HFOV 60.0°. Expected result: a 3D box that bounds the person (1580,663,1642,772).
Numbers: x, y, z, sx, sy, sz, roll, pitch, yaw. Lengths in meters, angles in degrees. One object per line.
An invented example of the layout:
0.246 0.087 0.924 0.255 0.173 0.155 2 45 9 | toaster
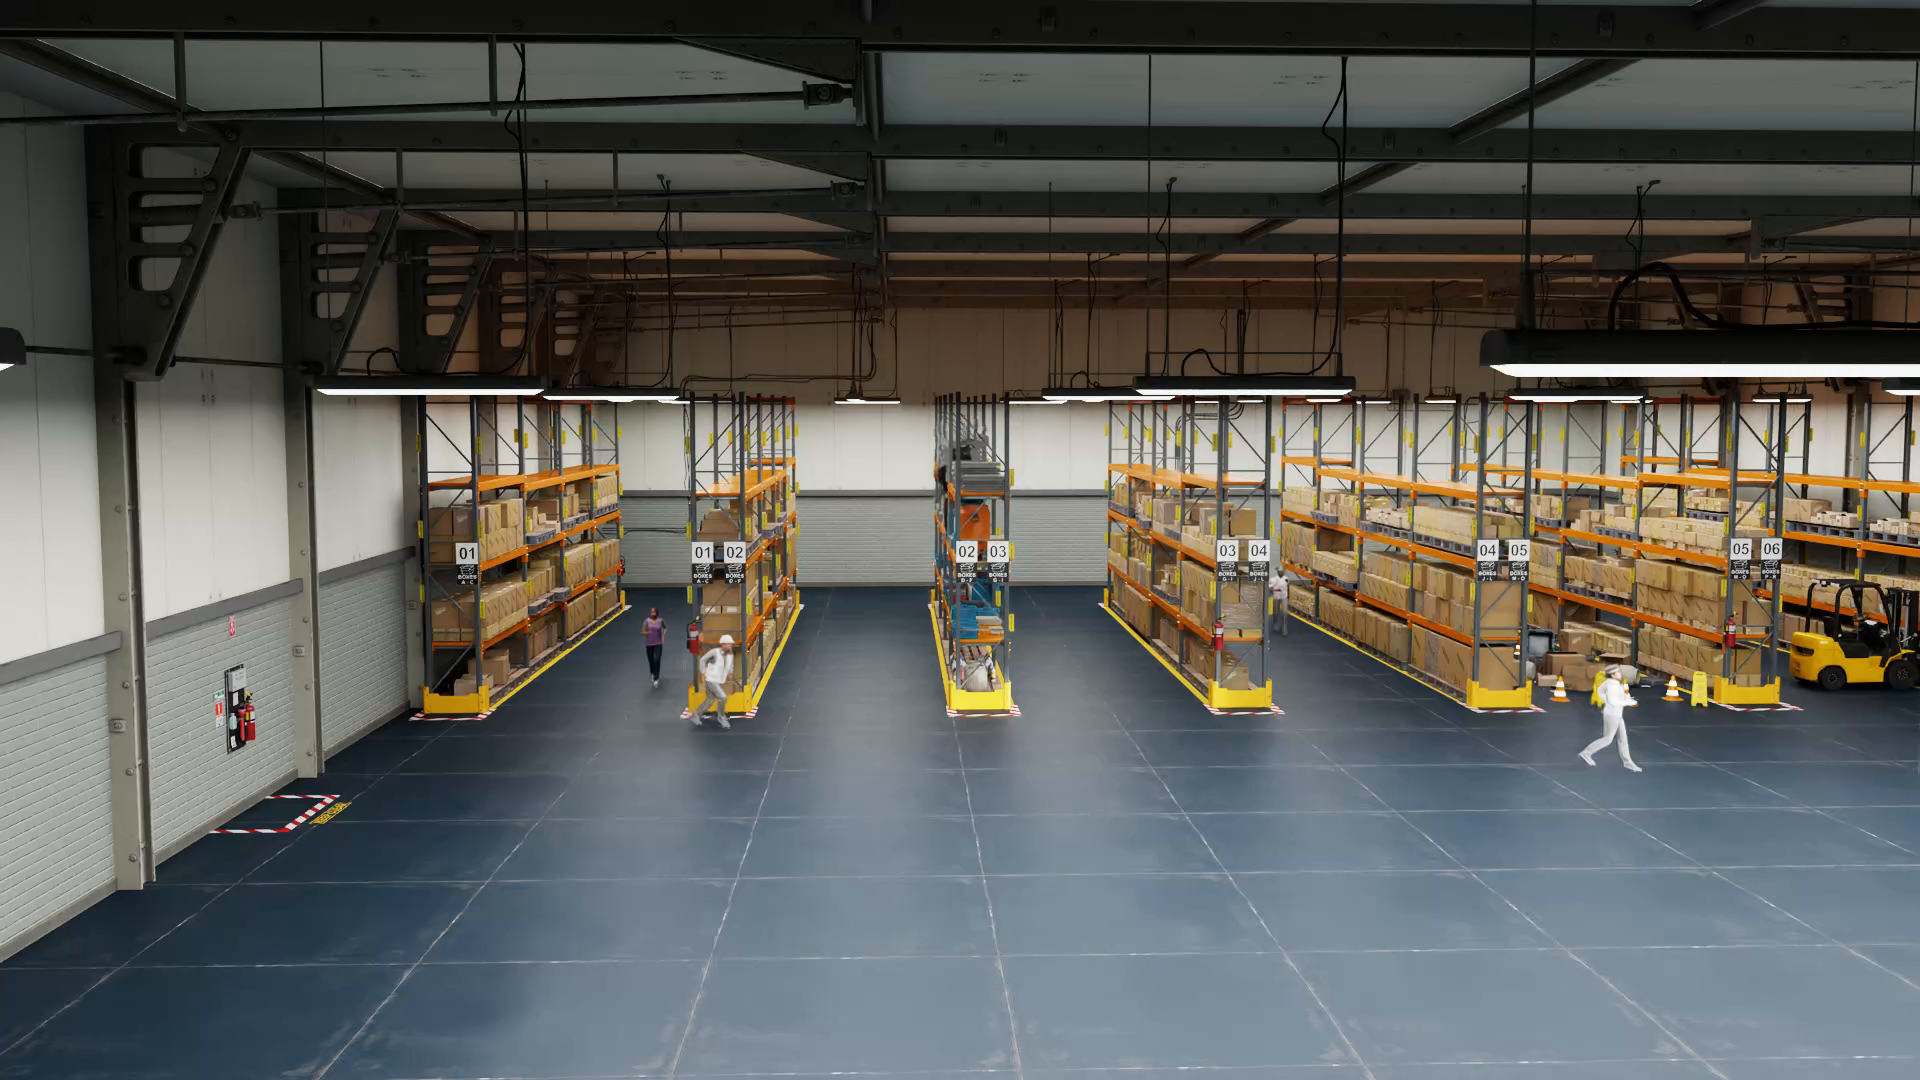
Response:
10.218 2.768 26.053 0.920 1.701 0.612 2 5 24 | person

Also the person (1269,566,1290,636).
8.073 1.503 42.005 0.575 1.735 0.857 0 5 0 | person

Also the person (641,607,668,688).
-6.261 2.183 34.082 0.516 1.588 0.799 0 5 -6 | person

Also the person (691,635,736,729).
-4.406 2.508 29.769 0.893 1.664 0.659 3 6 35 | person
